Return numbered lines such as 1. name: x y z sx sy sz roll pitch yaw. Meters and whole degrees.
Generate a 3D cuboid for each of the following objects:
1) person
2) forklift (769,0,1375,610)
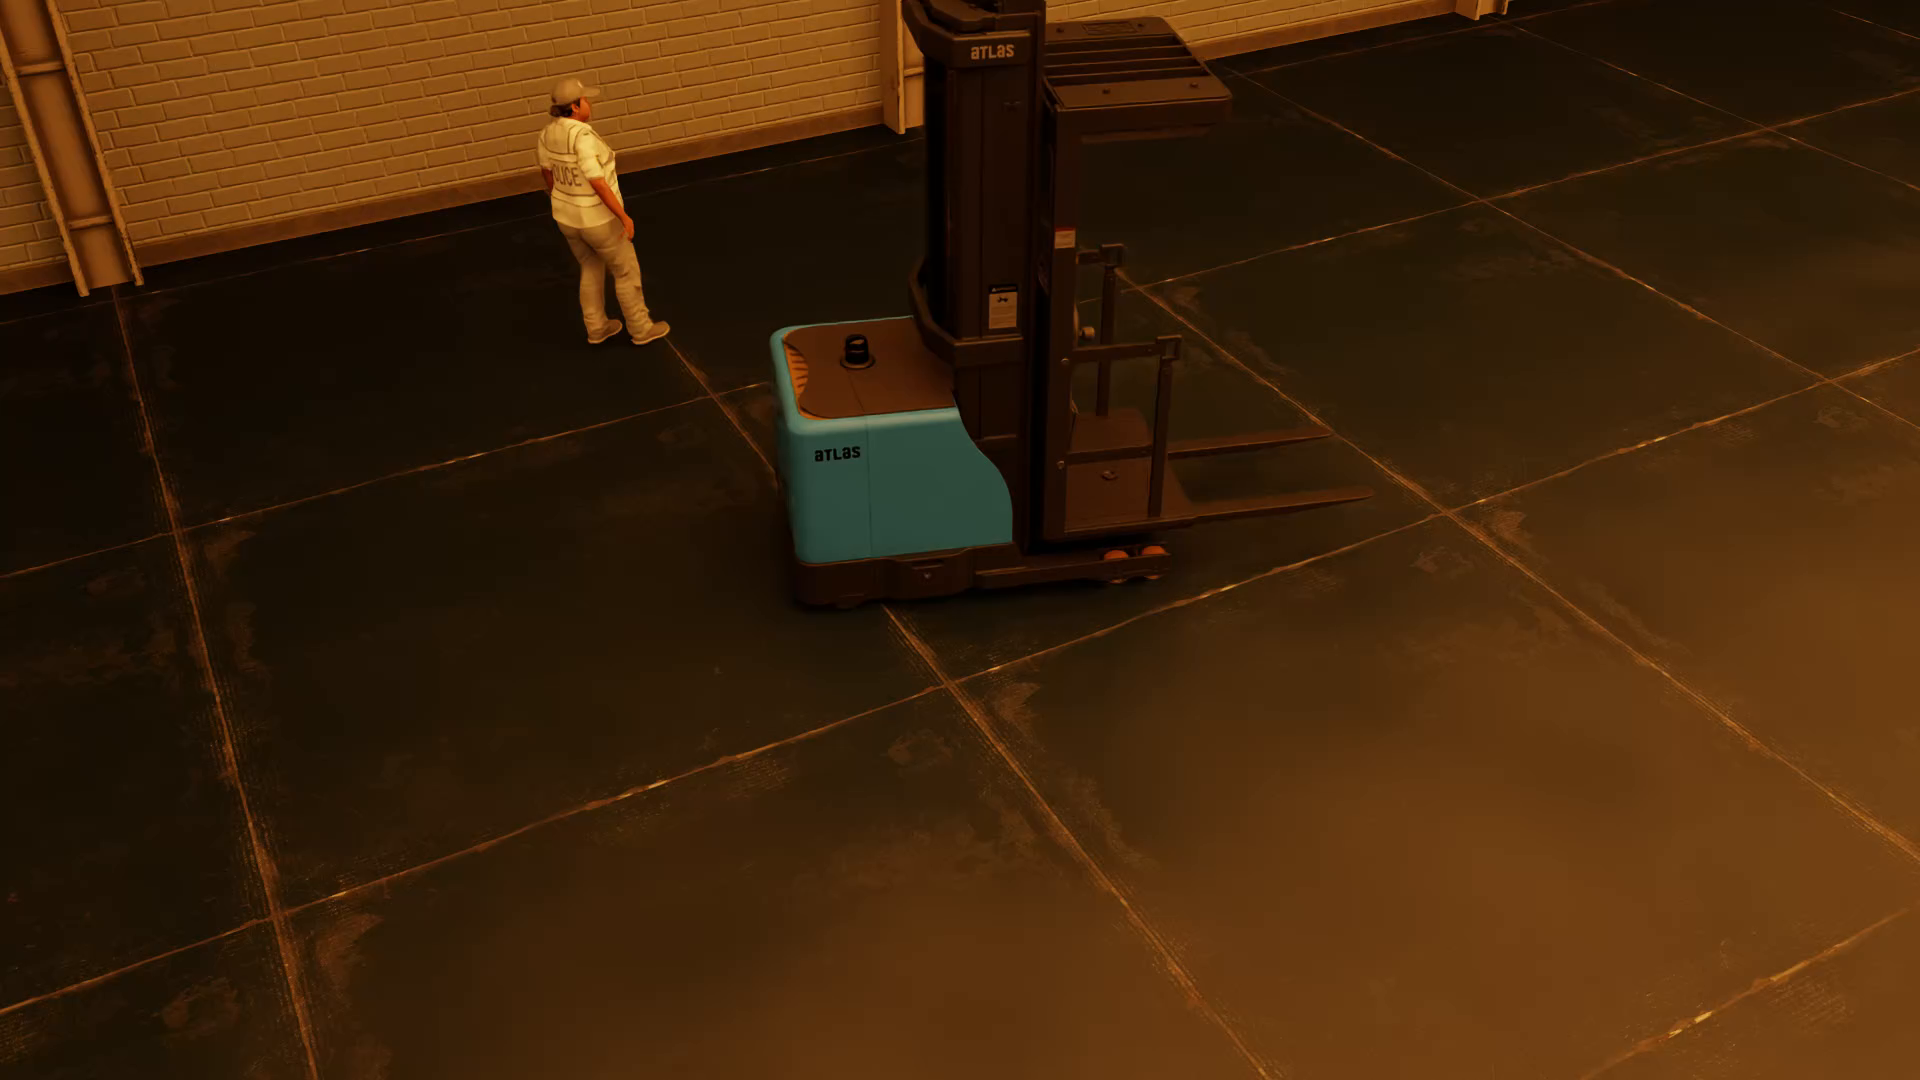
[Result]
1. person: -2.165 -1.967 10.003 0.623 1.669 0.525 22 41 28
2. forklift: 0.602 -1.273 7.923 3.031 2.935 1.130 -6 36 -9
